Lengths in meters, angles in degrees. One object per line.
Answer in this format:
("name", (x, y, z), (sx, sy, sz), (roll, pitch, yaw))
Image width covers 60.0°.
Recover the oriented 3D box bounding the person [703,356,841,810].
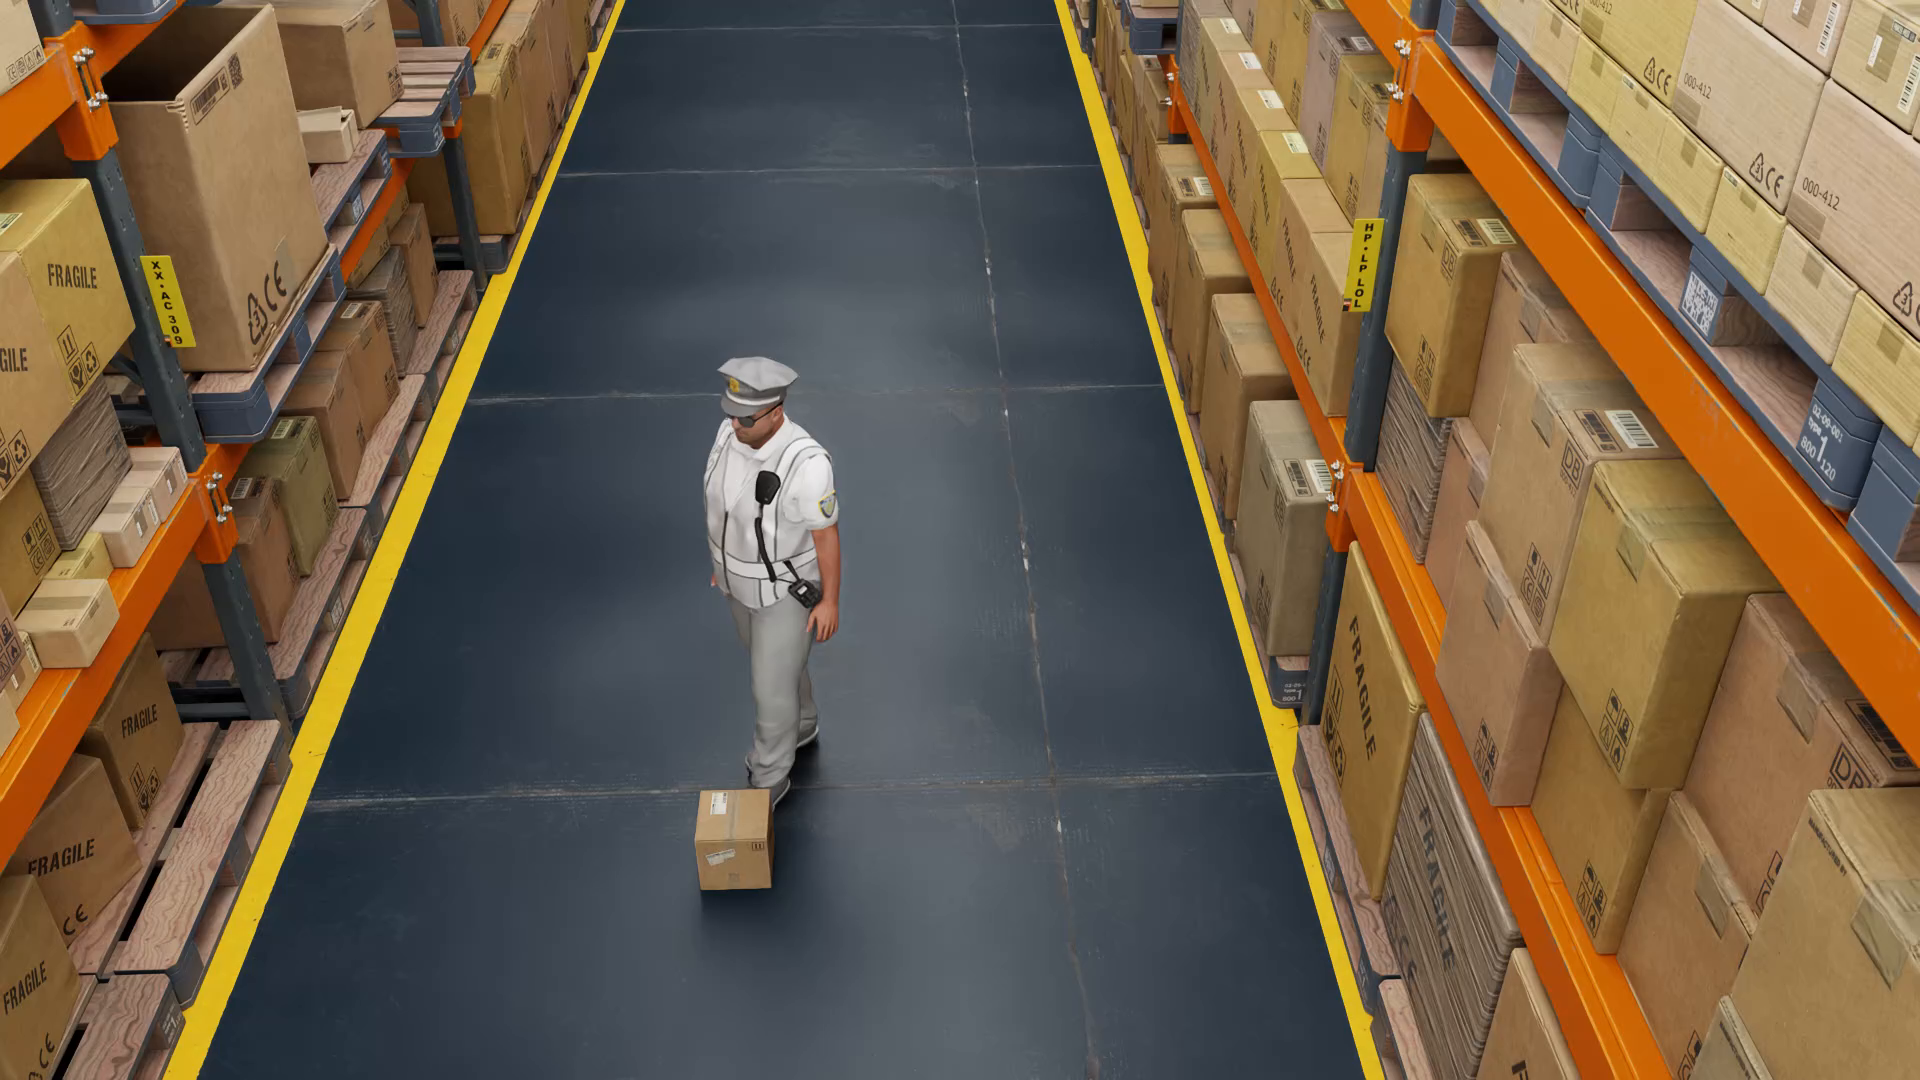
("person", (-0.750, 0.185, 5.868), (0.594, 1.771, 0.551), (-29, 44, -35))
